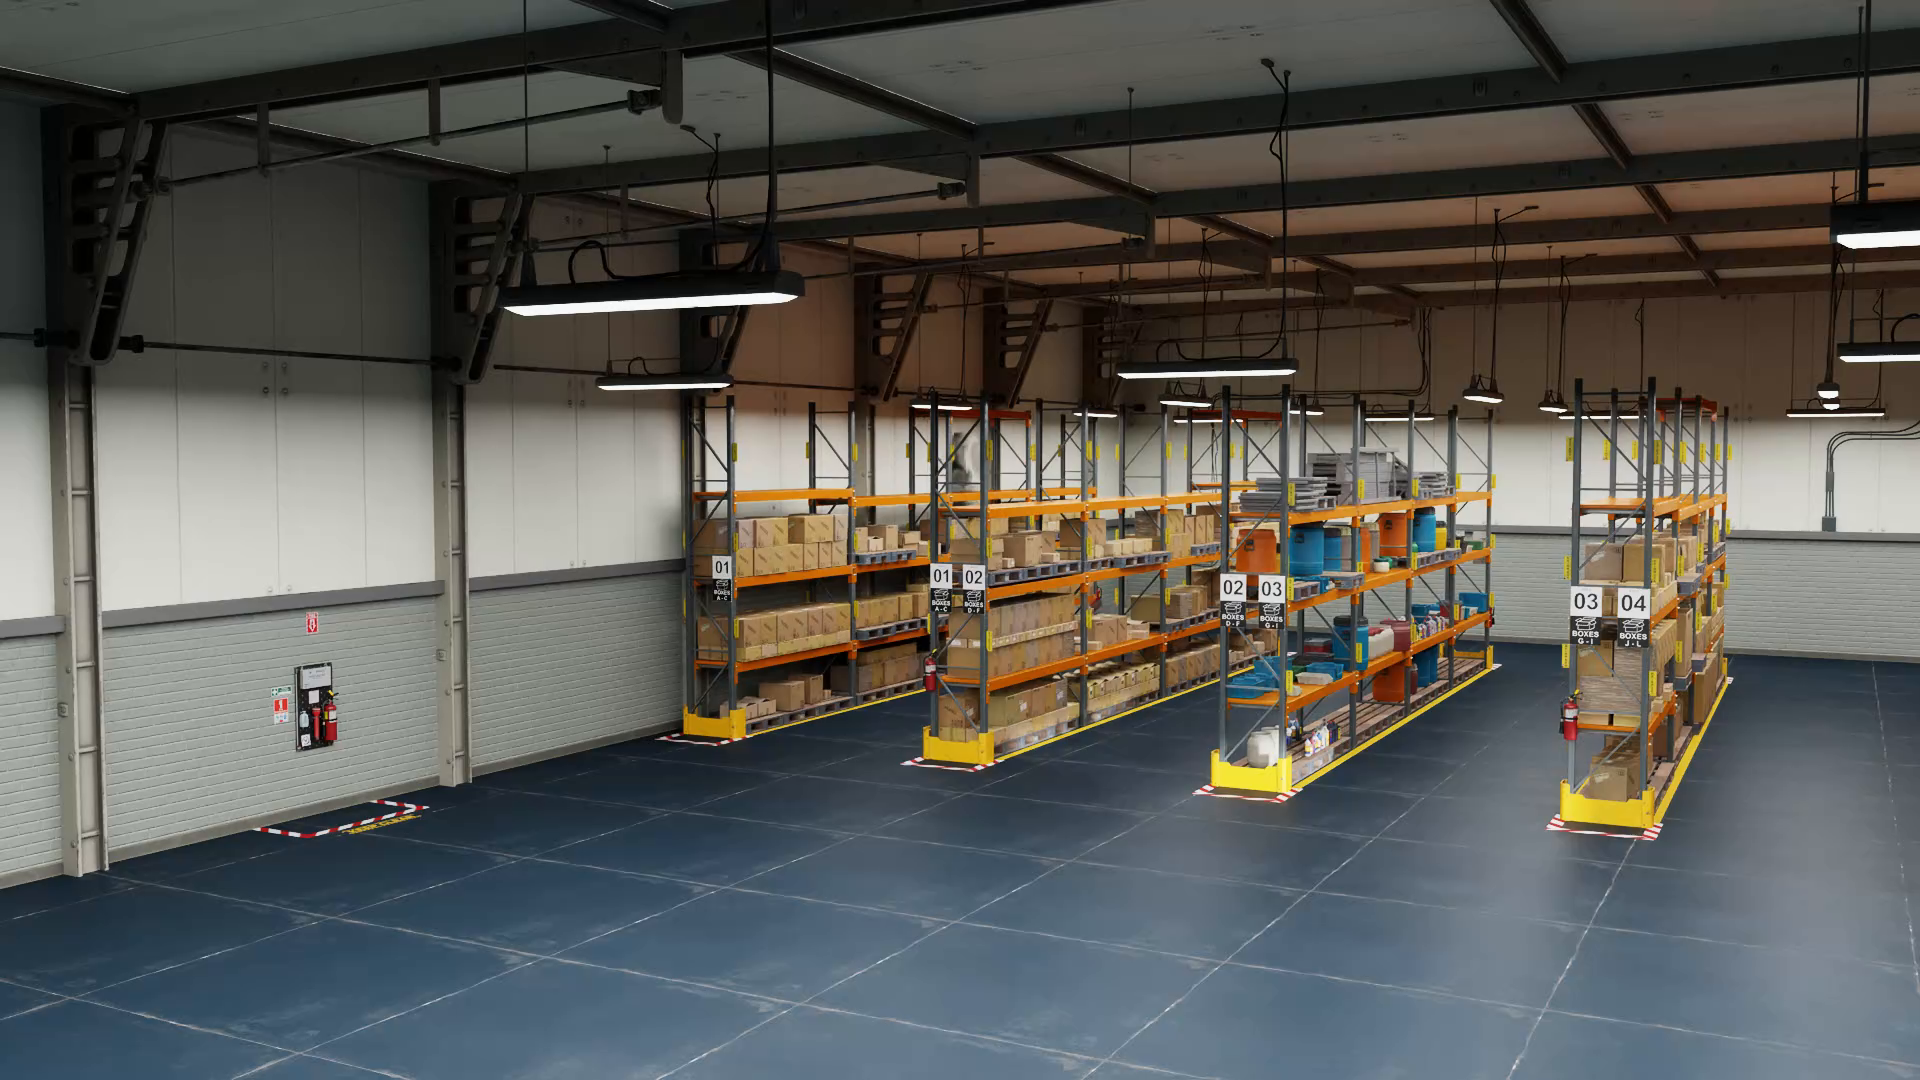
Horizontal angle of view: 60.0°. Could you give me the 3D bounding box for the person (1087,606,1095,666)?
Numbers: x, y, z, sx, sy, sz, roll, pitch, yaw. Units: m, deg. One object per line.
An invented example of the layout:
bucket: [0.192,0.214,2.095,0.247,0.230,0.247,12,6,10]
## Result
person: [2.869,2.265,36.590,0.588,1.619,0.758,1,3,24]
